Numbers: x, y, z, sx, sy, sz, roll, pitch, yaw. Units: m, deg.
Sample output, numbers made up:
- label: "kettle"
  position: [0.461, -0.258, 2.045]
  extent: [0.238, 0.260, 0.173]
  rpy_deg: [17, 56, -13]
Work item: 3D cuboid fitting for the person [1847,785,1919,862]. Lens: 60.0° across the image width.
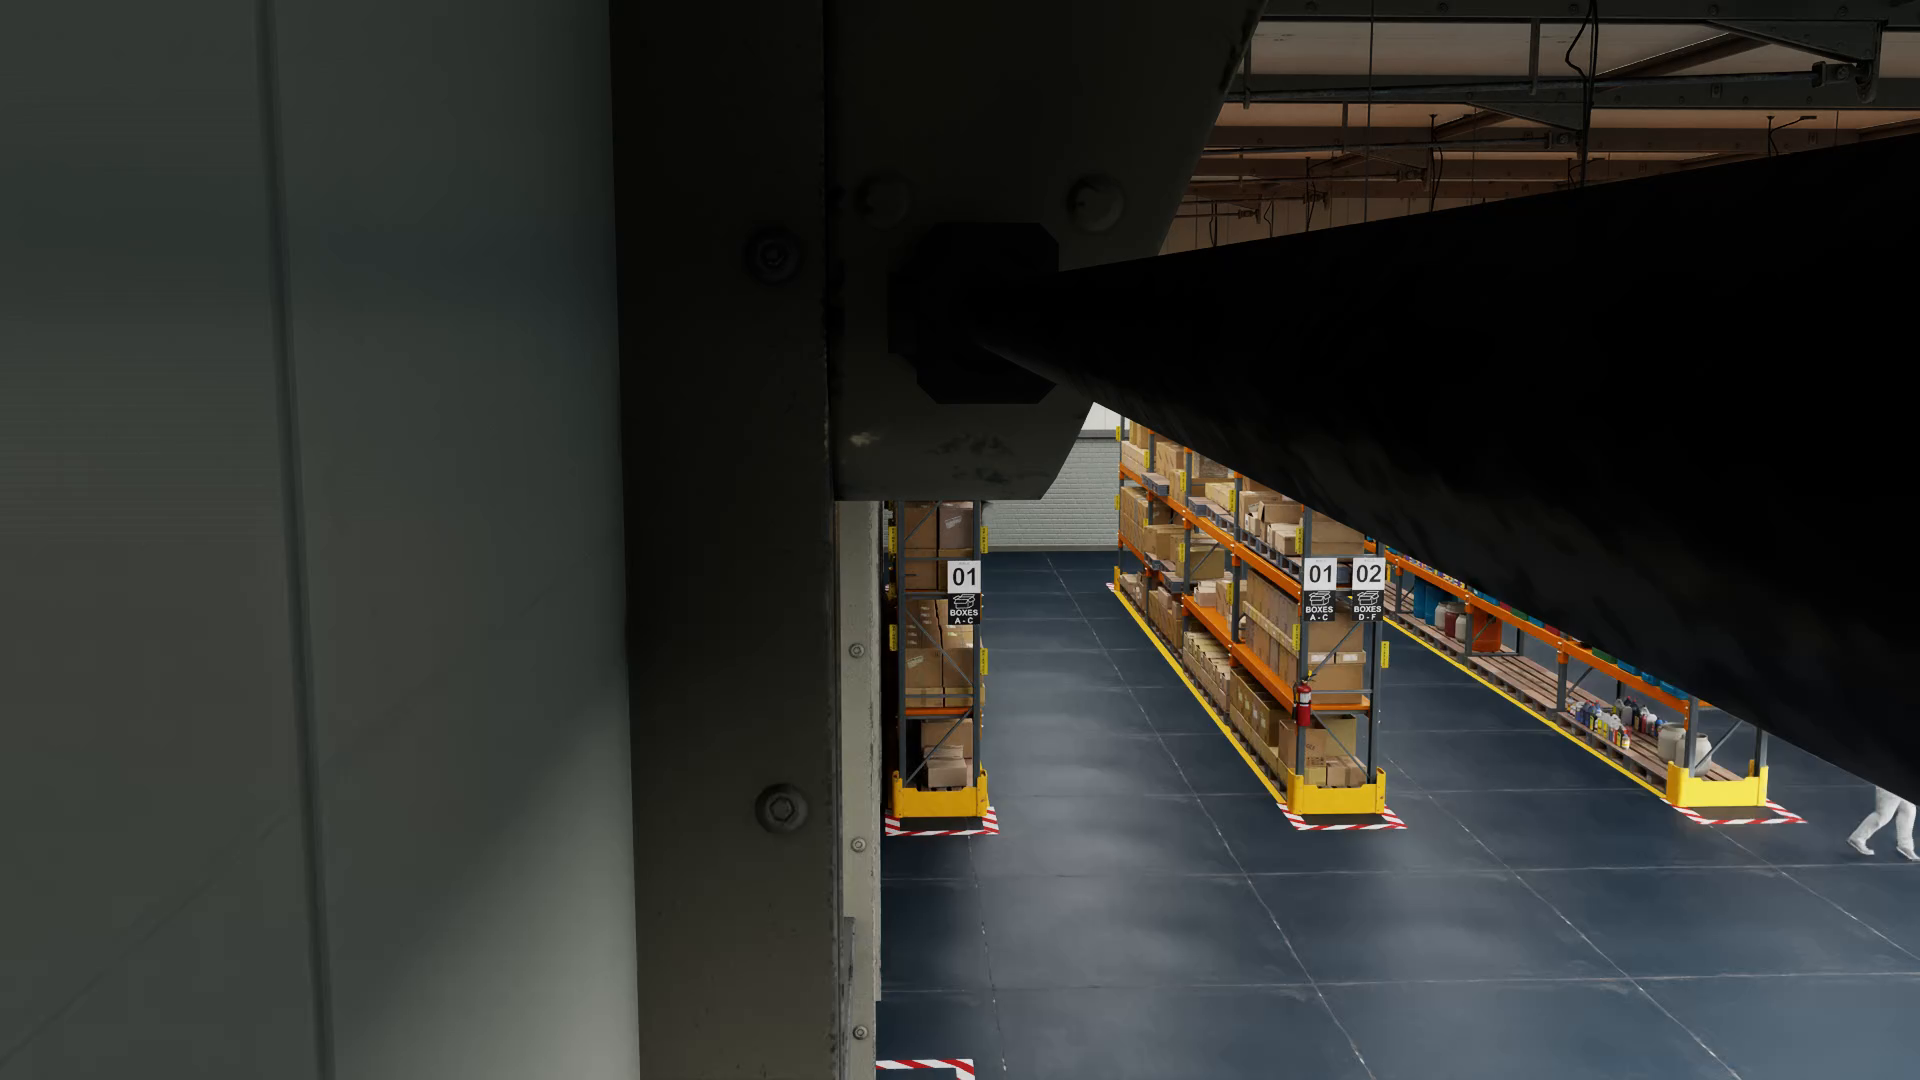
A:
- label: "person"
  position: [10.556, 2.813, 18.872]
  extent: [0.778, 1.736, 0.615]
  rpy_deg: [4, 9, 28]
